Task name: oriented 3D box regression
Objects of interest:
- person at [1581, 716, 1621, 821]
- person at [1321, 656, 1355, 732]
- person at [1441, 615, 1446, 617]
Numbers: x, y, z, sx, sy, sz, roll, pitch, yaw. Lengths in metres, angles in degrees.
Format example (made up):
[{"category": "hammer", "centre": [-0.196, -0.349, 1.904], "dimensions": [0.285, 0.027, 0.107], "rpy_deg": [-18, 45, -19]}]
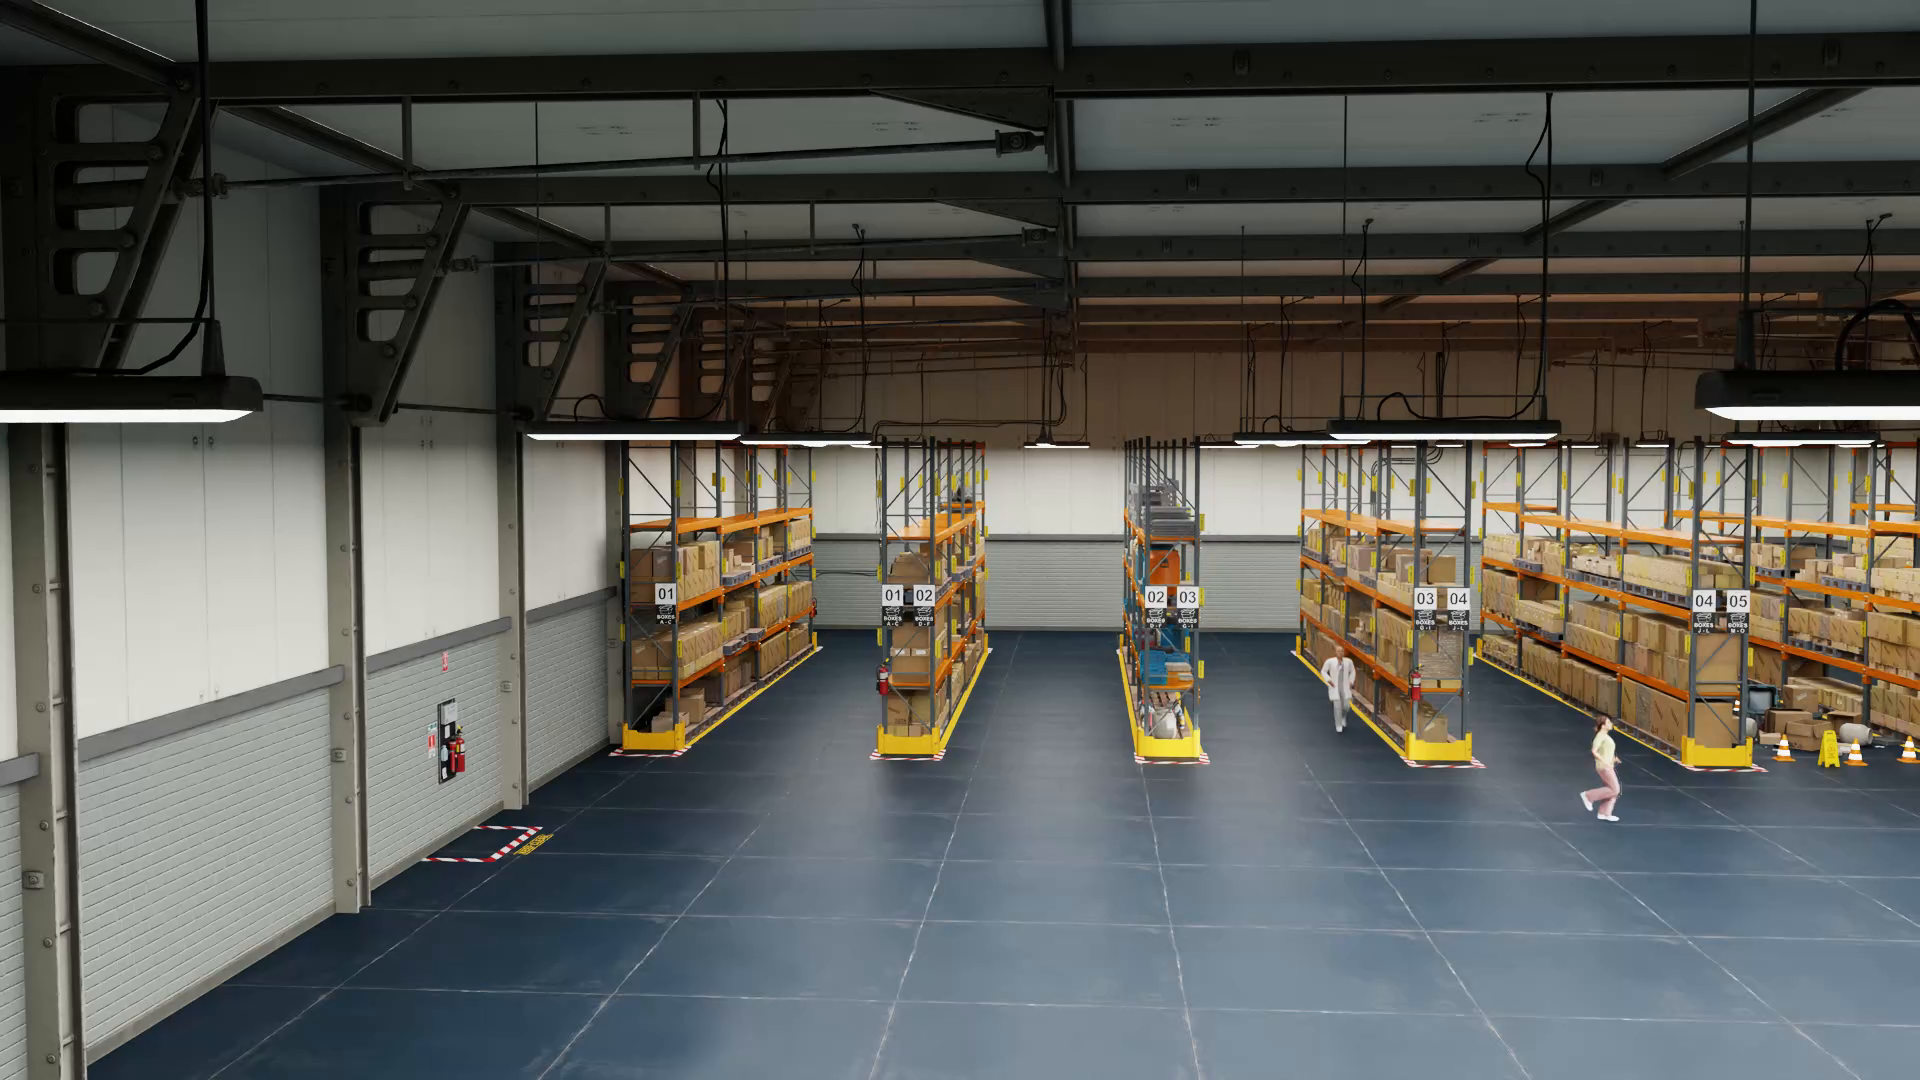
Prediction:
[{"category": "person", "centre": [9.957, 3.532, 25.818], "dimensions": [0.565, 1.626, 0.581], "rpy_deg": [2, 3, 26]}, {"category": "person", "centre": [7.742, 3.133, 34.038], "dimensions": [0.718, 1.541, 0.594], "rpy_deg": [0, 3, 3]}, {"category": "person", "centre": [13.253, 2.433, 46.710], "dimensions": [0.768, 1.621, 0.624], "rpy_deg": [1, 3, 22]}]
